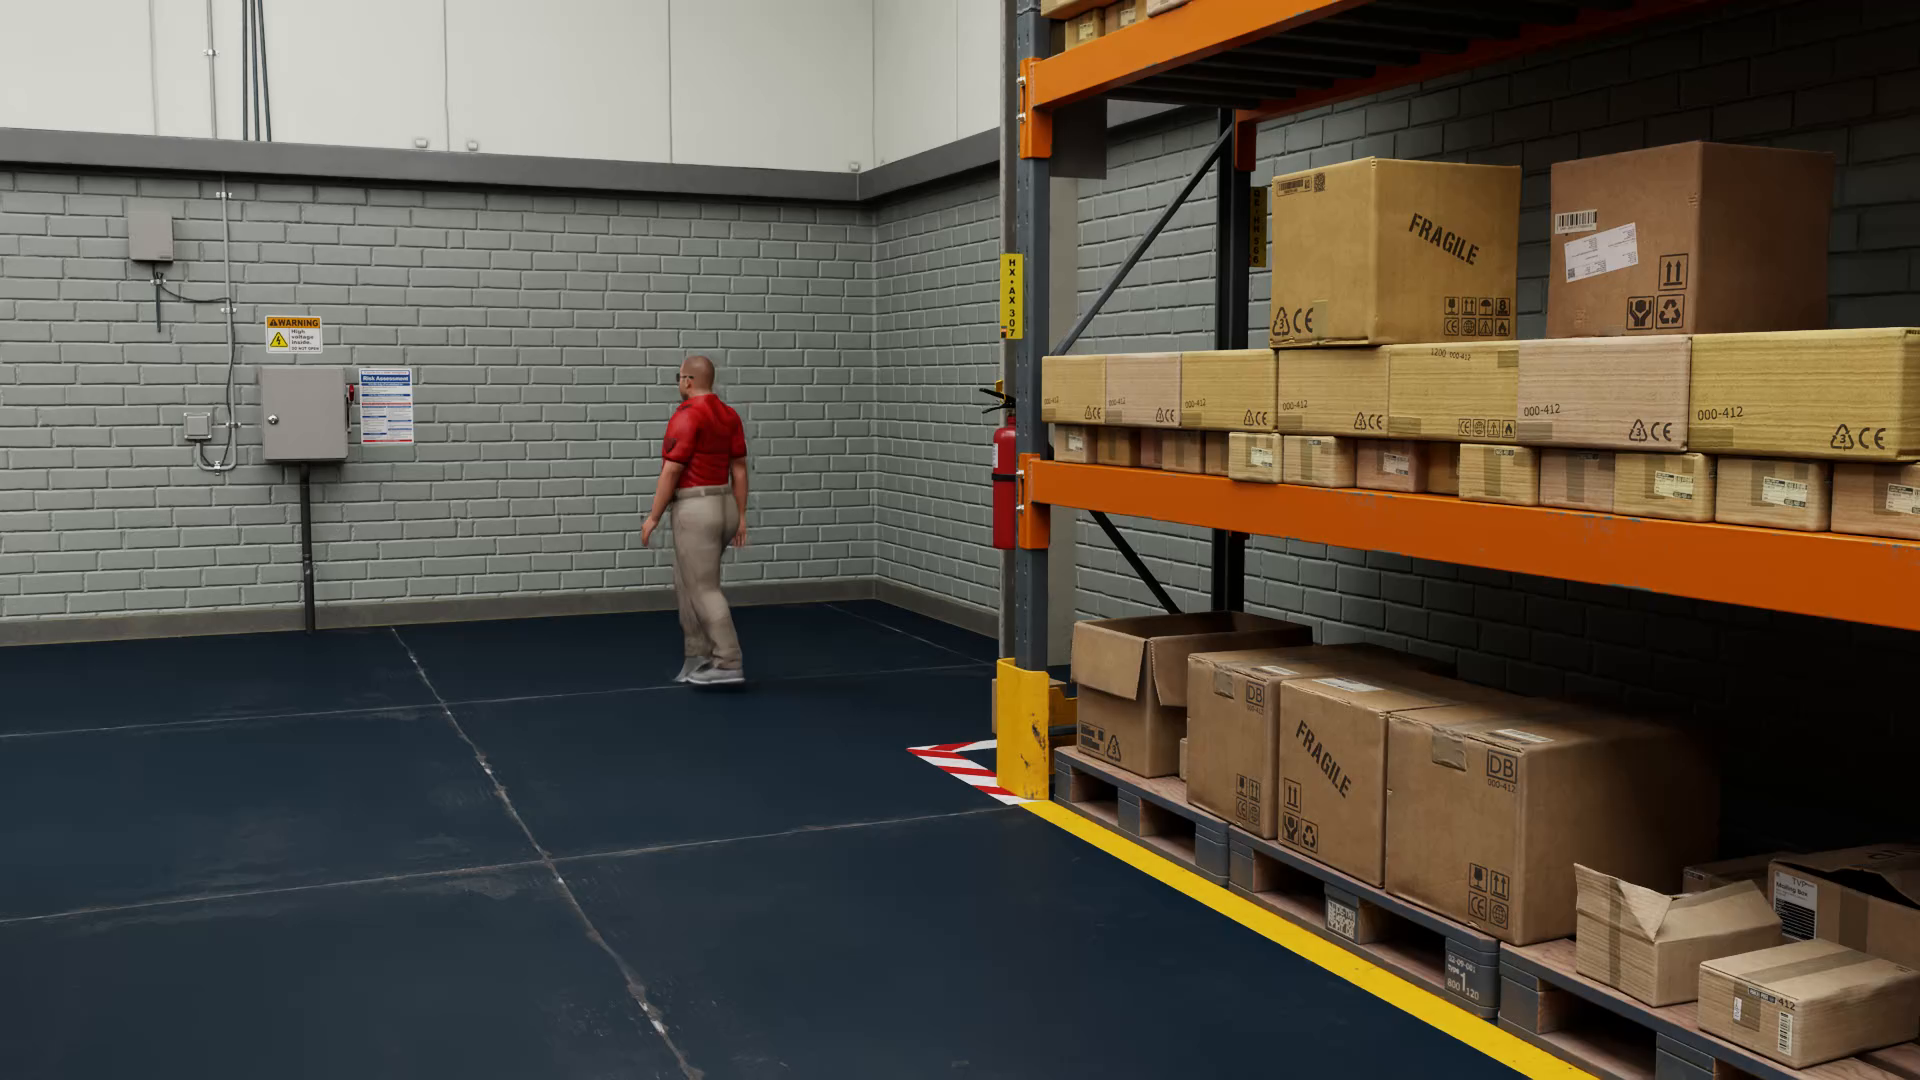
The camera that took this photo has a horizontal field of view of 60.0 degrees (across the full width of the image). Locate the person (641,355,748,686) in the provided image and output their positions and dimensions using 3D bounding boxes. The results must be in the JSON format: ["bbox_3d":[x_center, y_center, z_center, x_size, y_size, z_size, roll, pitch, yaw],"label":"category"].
[{"bbox_3d":[-1.364,-0.057,8.692,0.567,1.802,0.545,2,6,23],"label":"person"}]
